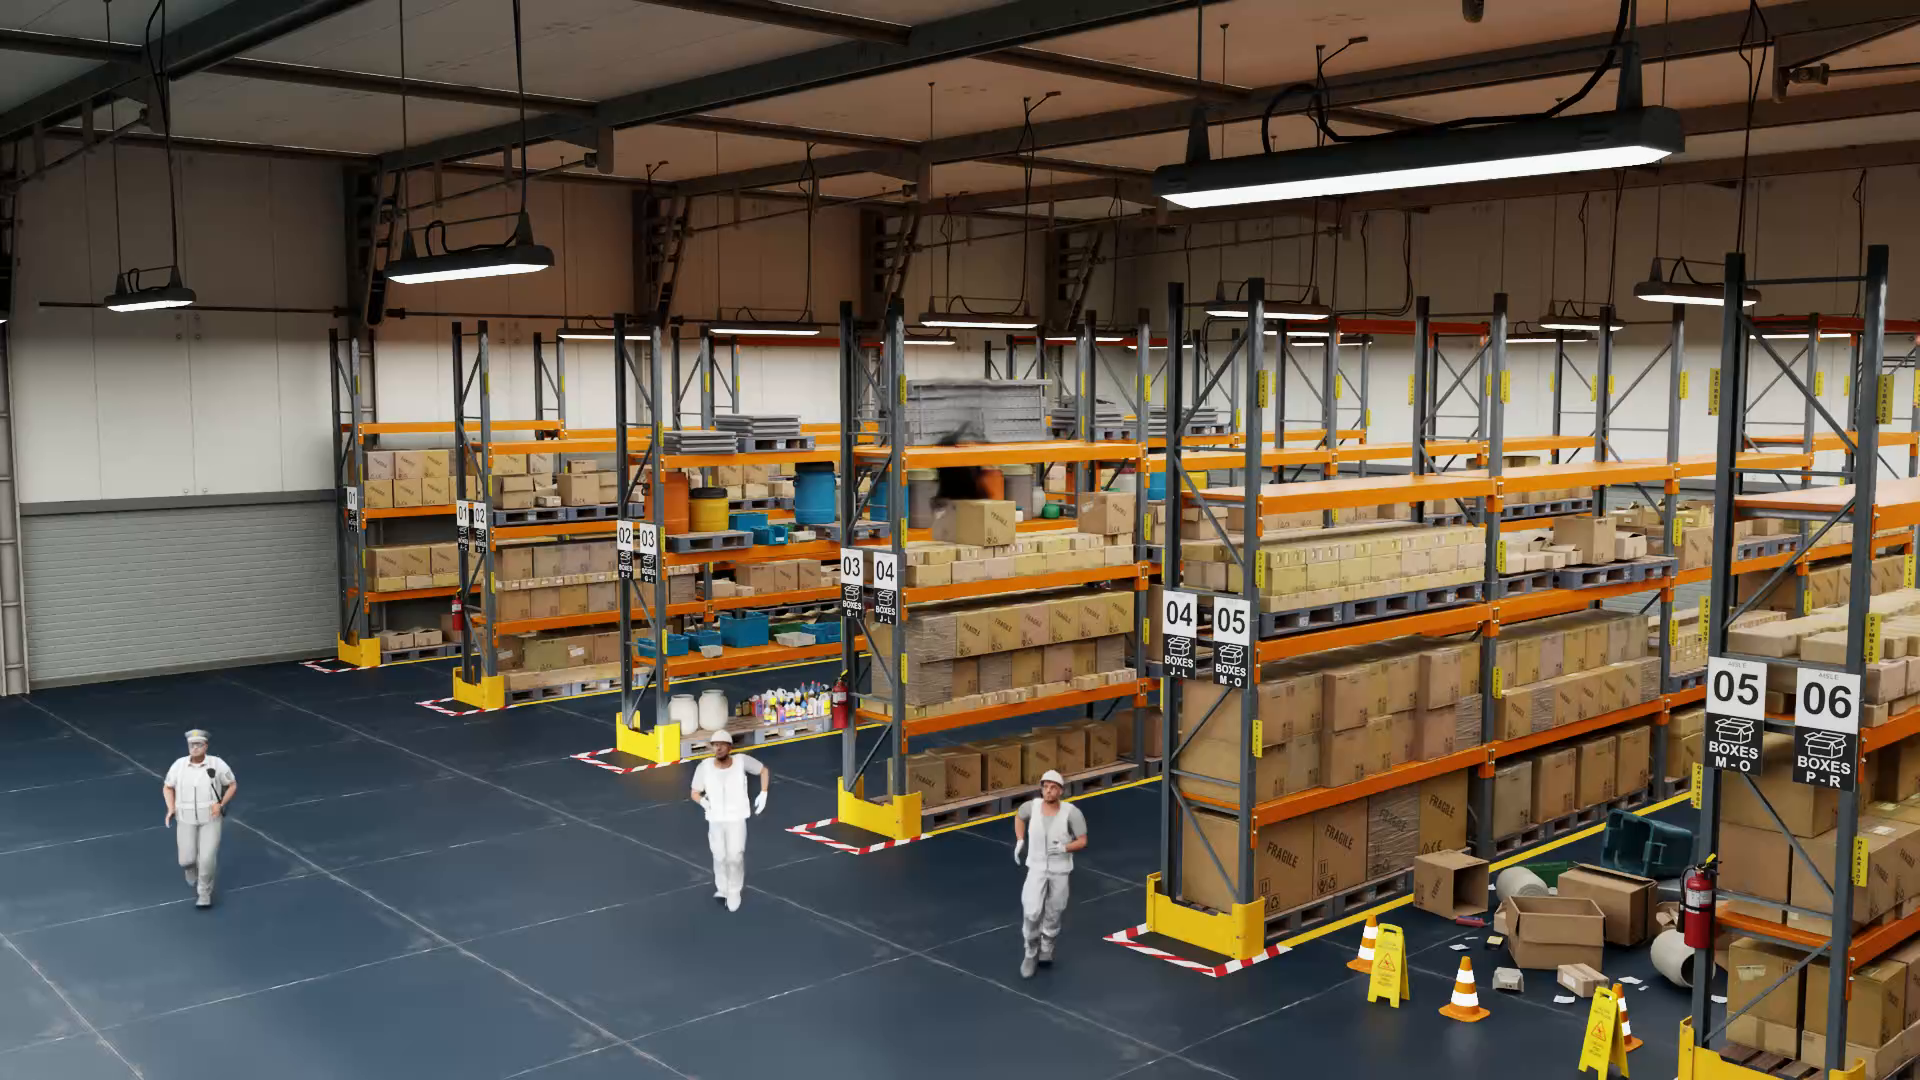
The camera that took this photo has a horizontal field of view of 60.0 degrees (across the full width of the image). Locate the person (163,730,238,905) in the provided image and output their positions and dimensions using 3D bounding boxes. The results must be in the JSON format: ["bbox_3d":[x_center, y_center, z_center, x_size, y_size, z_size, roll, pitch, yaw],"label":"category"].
[{"bbox_3d":[-7.440,2.702,16.293,0.678,1.730,0.591,-2,6,-18],"label":"person"}]

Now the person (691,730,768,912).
[{"bbox_3d":[-2.228,2.695,16.017,0.704,1.767,0.859,0,6,3],"label":"person"}]

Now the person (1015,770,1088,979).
[{"bbox_3d":[0.776,2.868,14.356,0.649,1.797,0.673,1,6,7],"label":"person"}]

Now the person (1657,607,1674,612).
[{"bbox_3d":[10.679,1.822,25.081,0.743,1.714,0.726,-4,7,-34],"label":"person"}]
